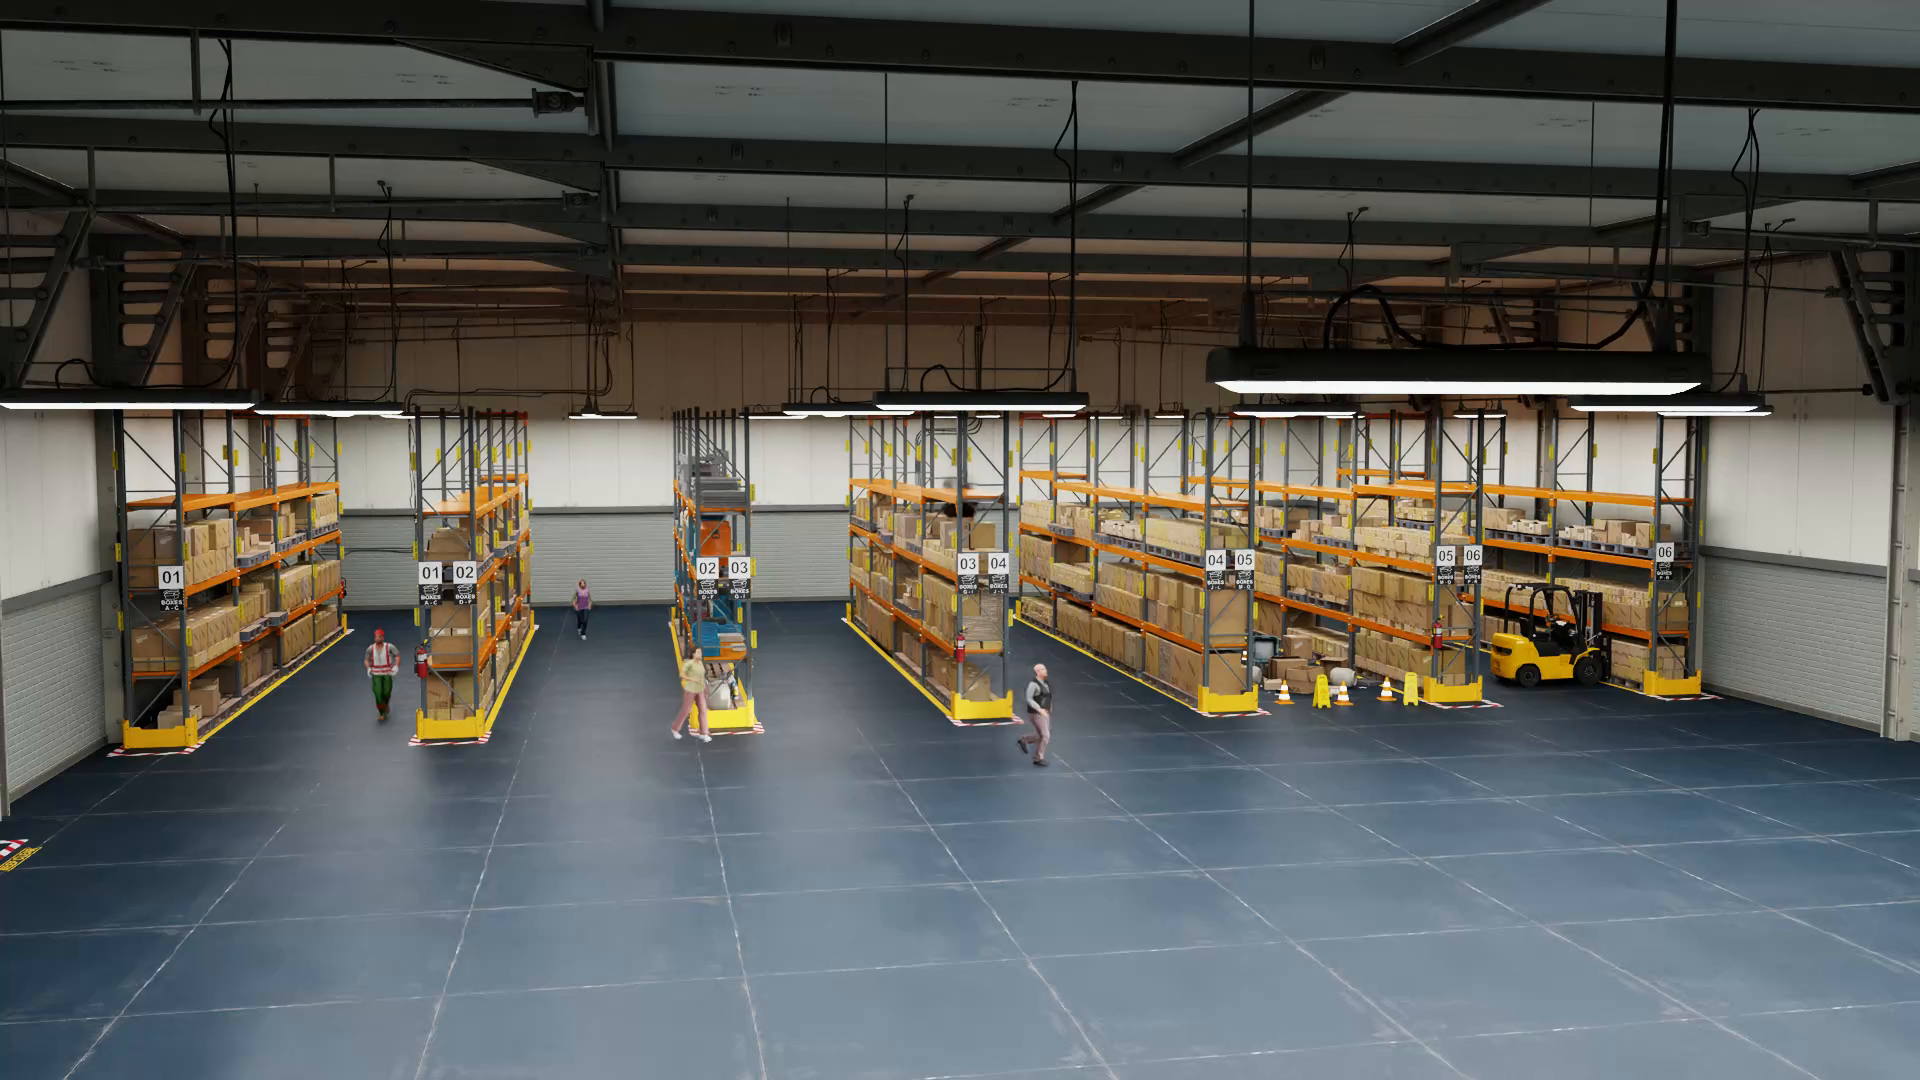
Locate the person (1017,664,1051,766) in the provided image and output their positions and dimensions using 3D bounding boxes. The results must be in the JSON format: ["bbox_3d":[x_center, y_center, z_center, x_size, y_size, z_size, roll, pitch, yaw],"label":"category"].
[{"bbox_3d":[1.244,2.910,27.821,0.651,1.703,0.668,2,5,26],"label":"person"}]

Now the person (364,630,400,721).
[{"bbox_3d":[-11.092,2.588,31.890,0.661,1.745,0.548,-1,4,-10],"label":"person"}]

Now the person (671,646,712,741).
[{"bbox_3d":[-4.740,2.734,29.845,0.886,1.671,0.605,3,5,39],"label":"person"}]

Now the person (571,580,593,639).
[{"bbox_3d":[-9.988,1.828,43.963,0.549,1.568,0.548,-1,4,-20],"label":"person"}]
